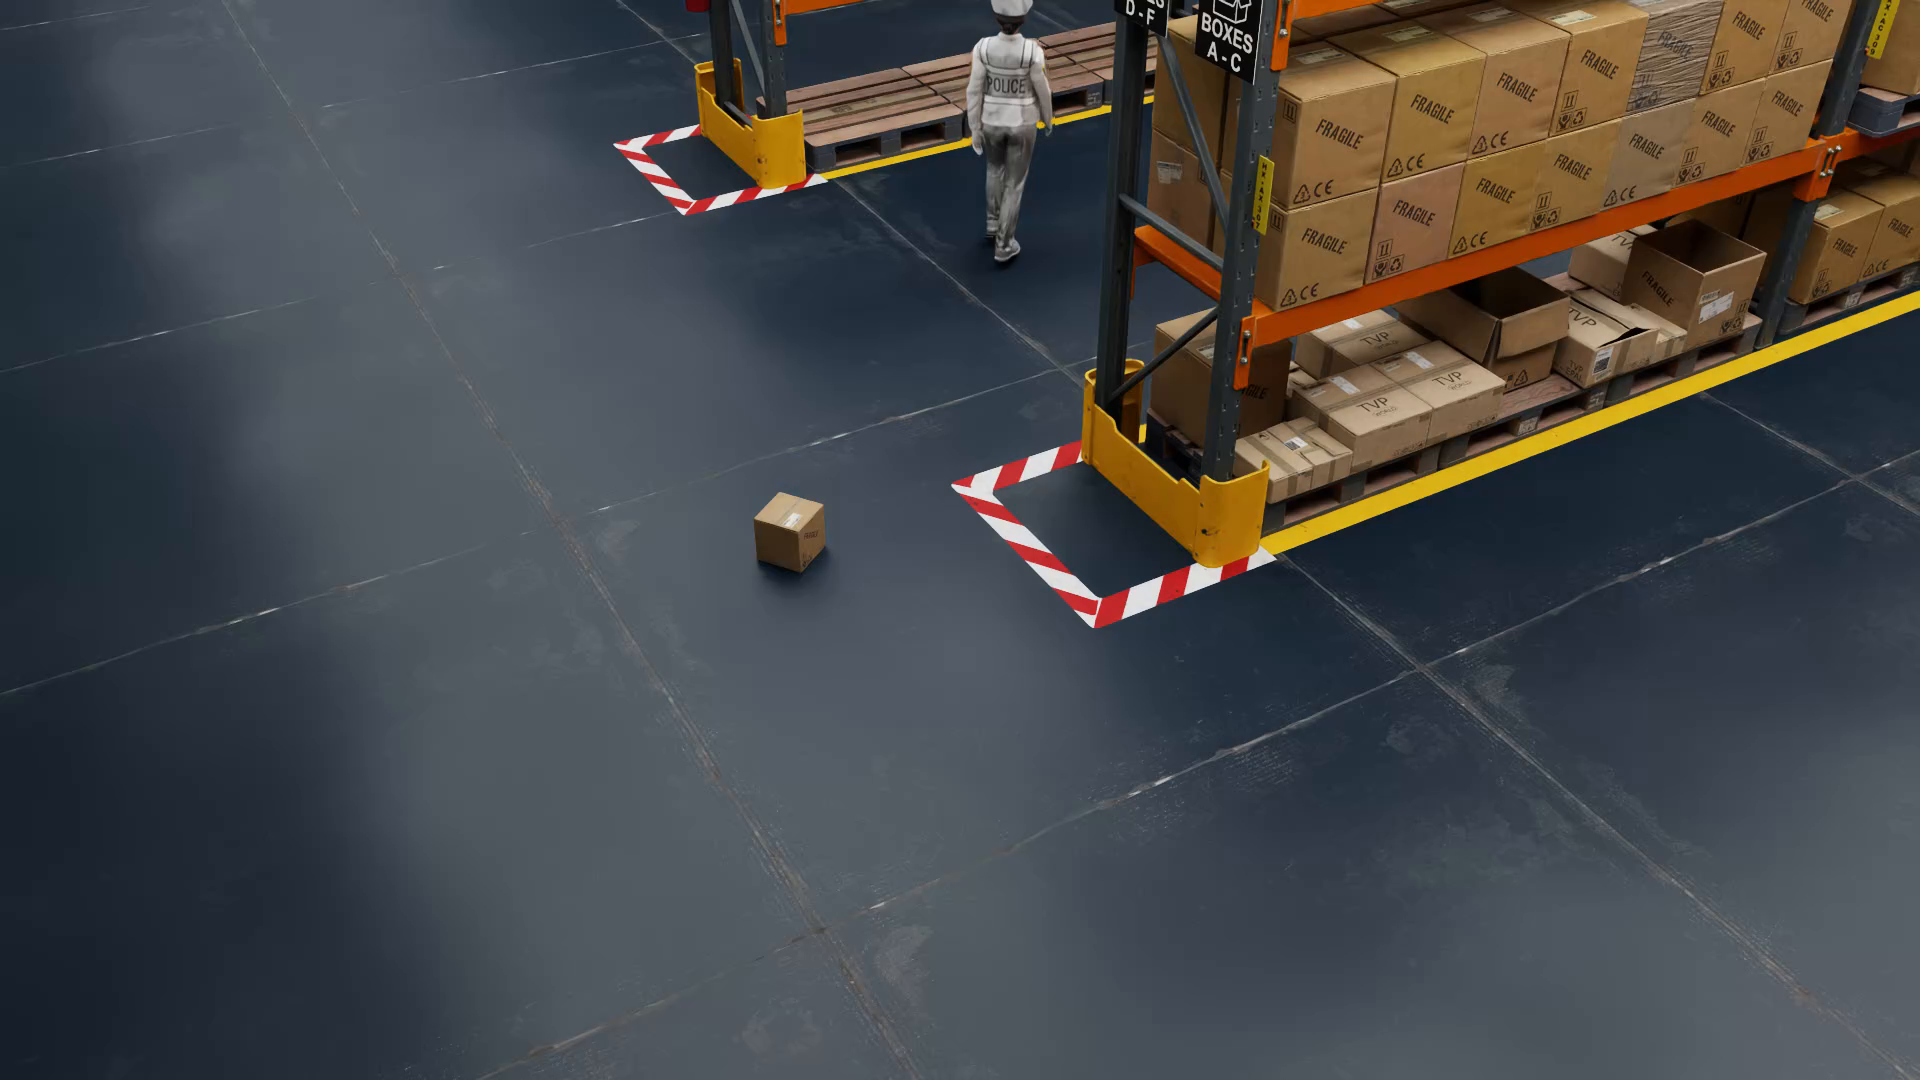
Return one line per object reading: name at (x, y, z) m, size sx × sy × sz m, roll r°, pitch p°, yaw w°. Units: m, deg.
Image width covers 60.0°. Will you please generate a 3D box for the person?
person at (0.311, -2.539, 10.235) m, size 0.500 × 1.743 × 0.561 m, roll 10°, pitch 38°, yaw 12°
